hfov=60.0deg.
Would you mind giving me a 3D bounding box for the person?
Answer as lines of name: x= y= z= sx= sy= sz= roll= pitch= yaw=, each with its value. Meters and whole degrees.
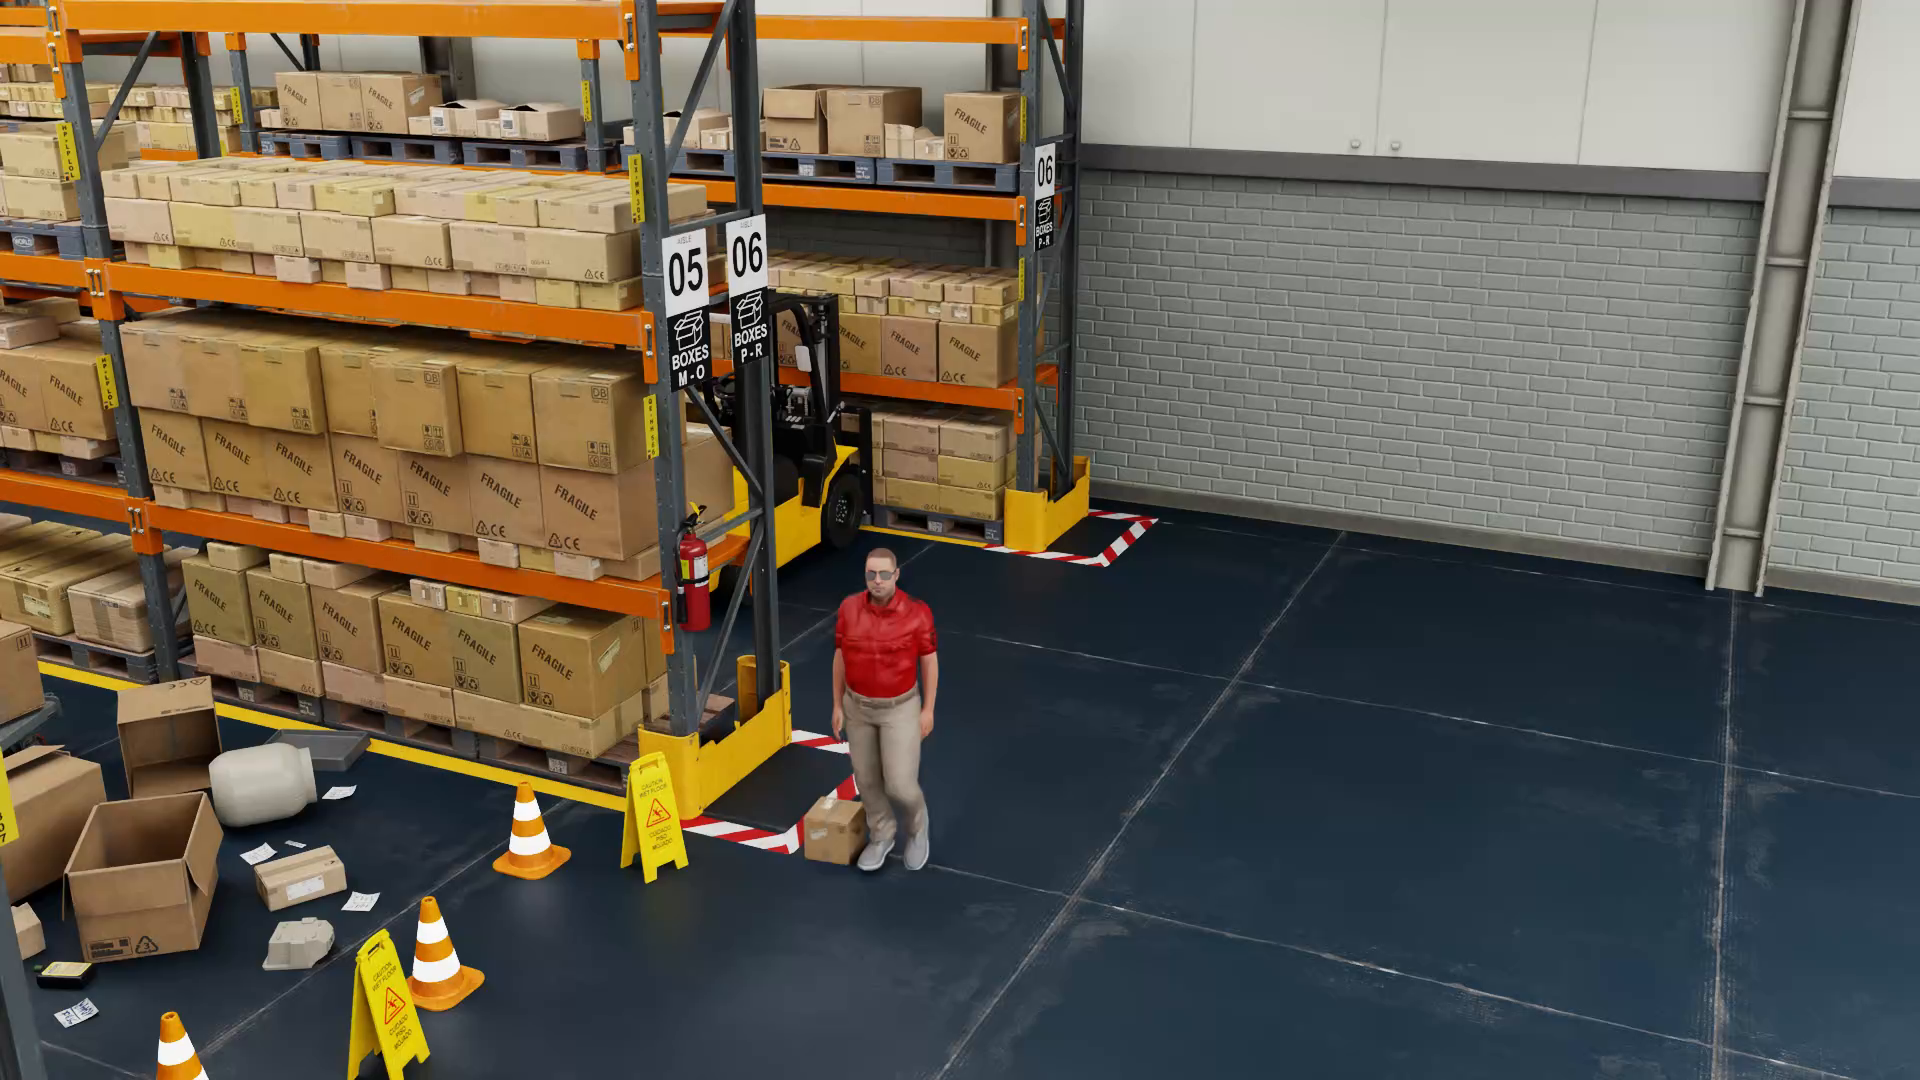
person: x=-0.405 y=0.900 z=8.460 sx=0.536 sy=1.761 sz=0.428 roll=6 pitch=20 yaw=18
